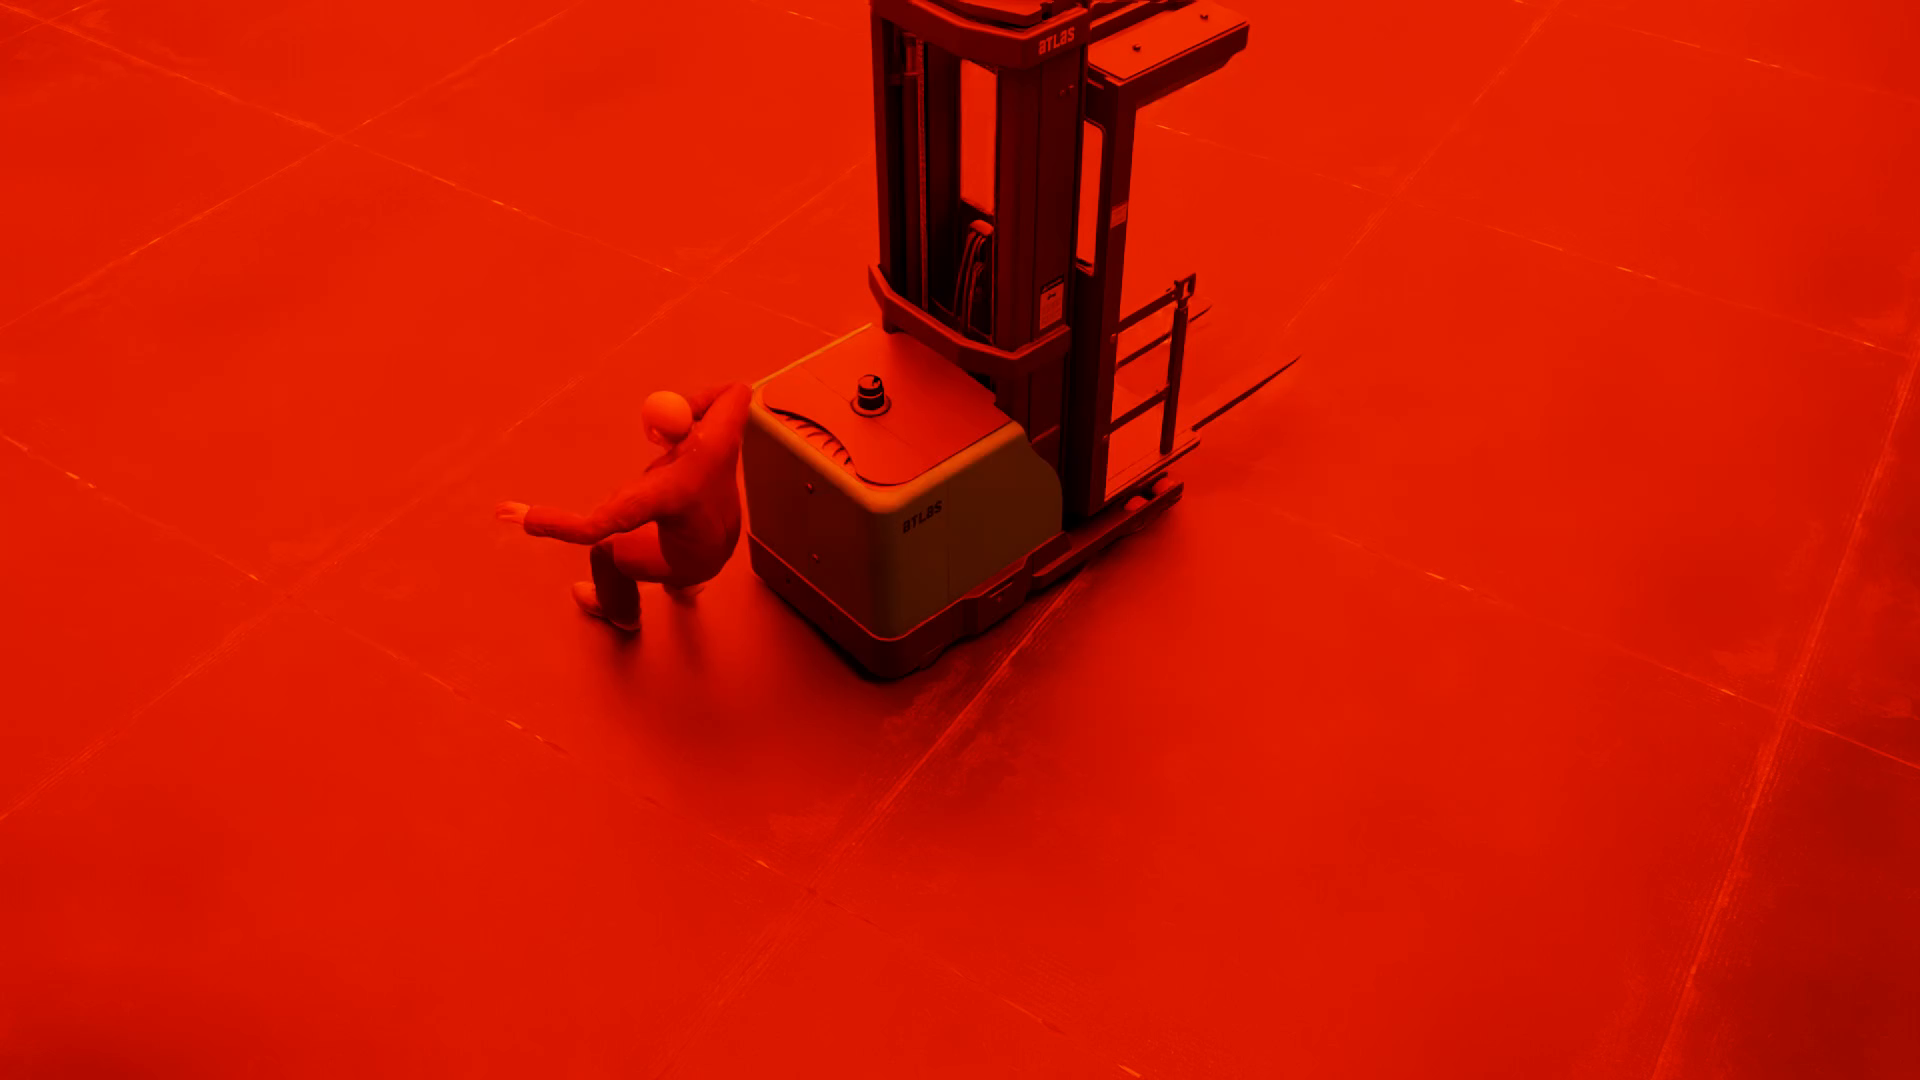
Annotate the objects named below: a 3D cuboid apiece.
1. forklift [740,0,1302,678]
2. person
[{"bbox_3d":[0.448,-1.349,7.271,3.031,2.935,1.130,-32,52,-29],"label":"forklift"},{"bbox_3d":[-1.368,-0.107,7.013,0.927,1.505,1.053,19,47,19],"label":"person"}]
